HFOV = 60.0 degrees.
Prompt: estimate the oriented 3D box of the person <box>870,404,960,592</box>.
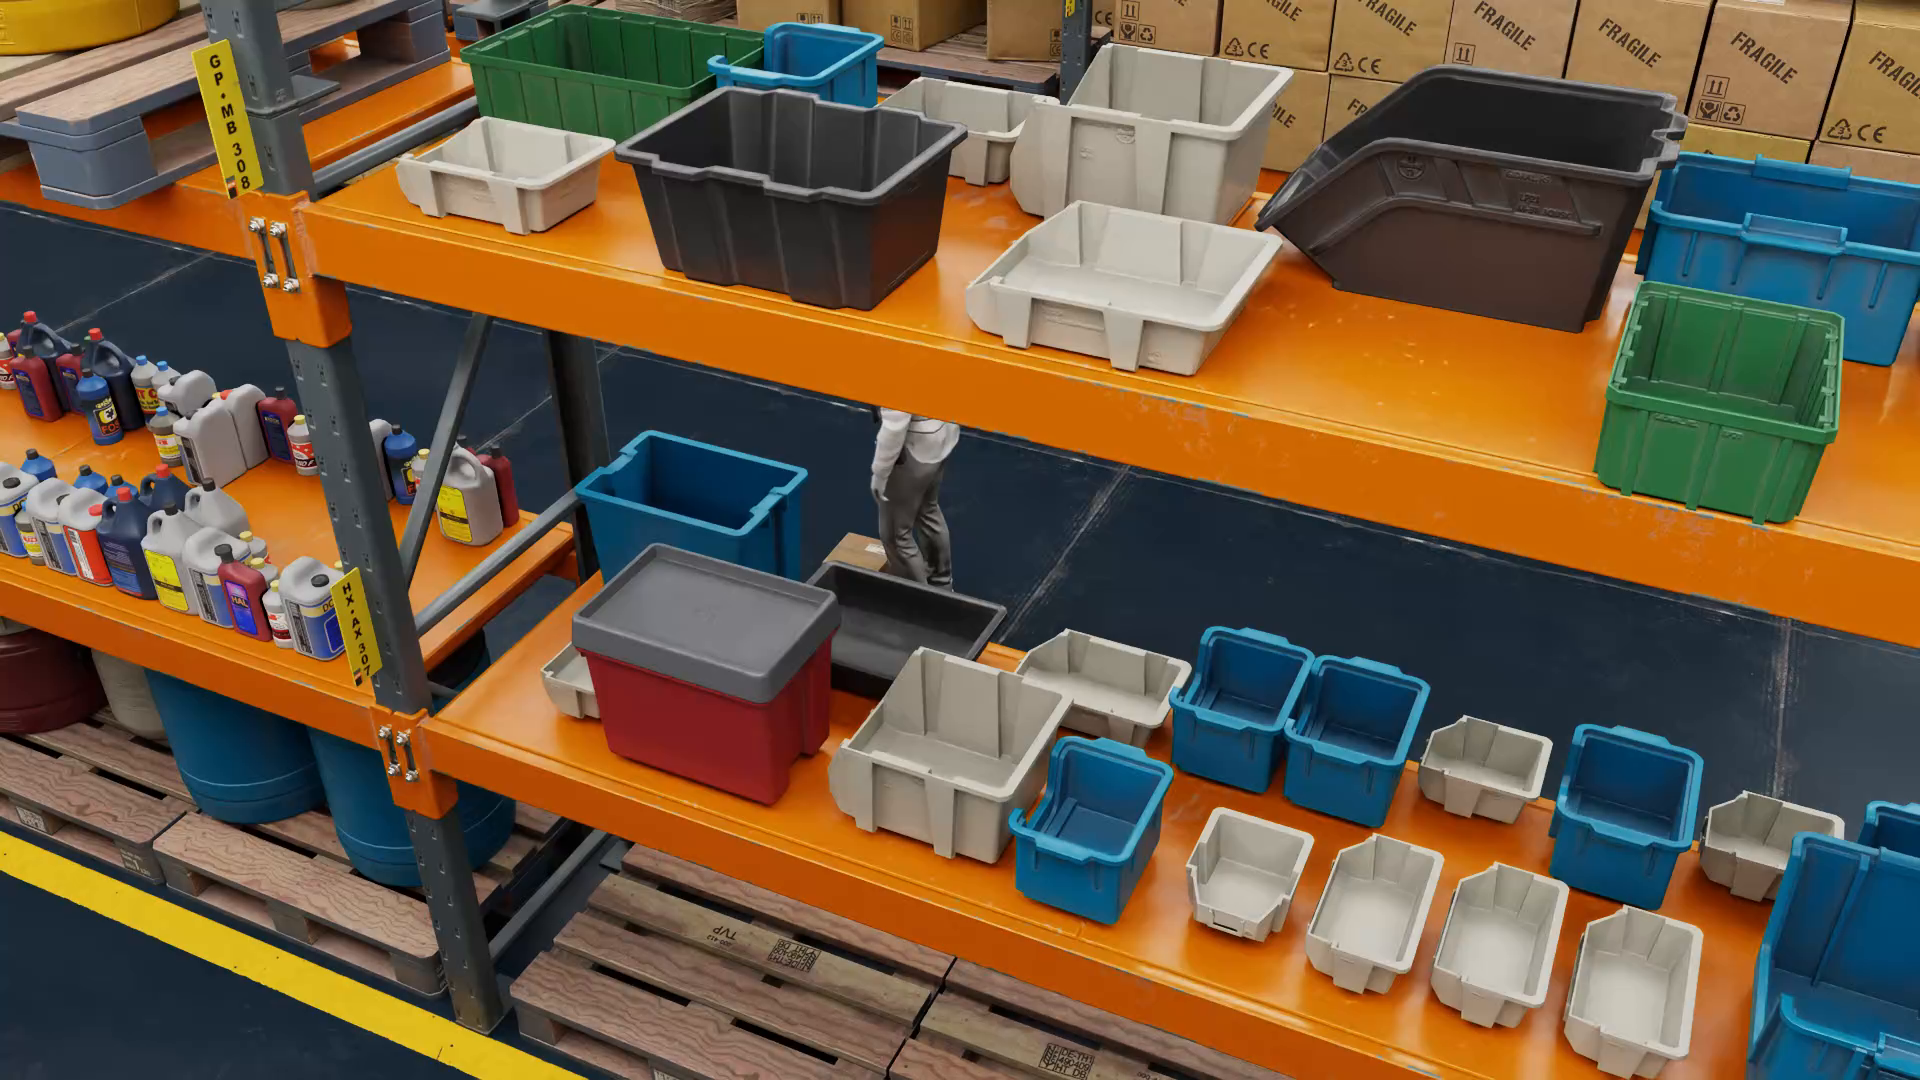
[{"bbox_3d":[-0.202,-0.371,6.688,0.369,1.667,0.547,13,36,18],"label":"person"}]
